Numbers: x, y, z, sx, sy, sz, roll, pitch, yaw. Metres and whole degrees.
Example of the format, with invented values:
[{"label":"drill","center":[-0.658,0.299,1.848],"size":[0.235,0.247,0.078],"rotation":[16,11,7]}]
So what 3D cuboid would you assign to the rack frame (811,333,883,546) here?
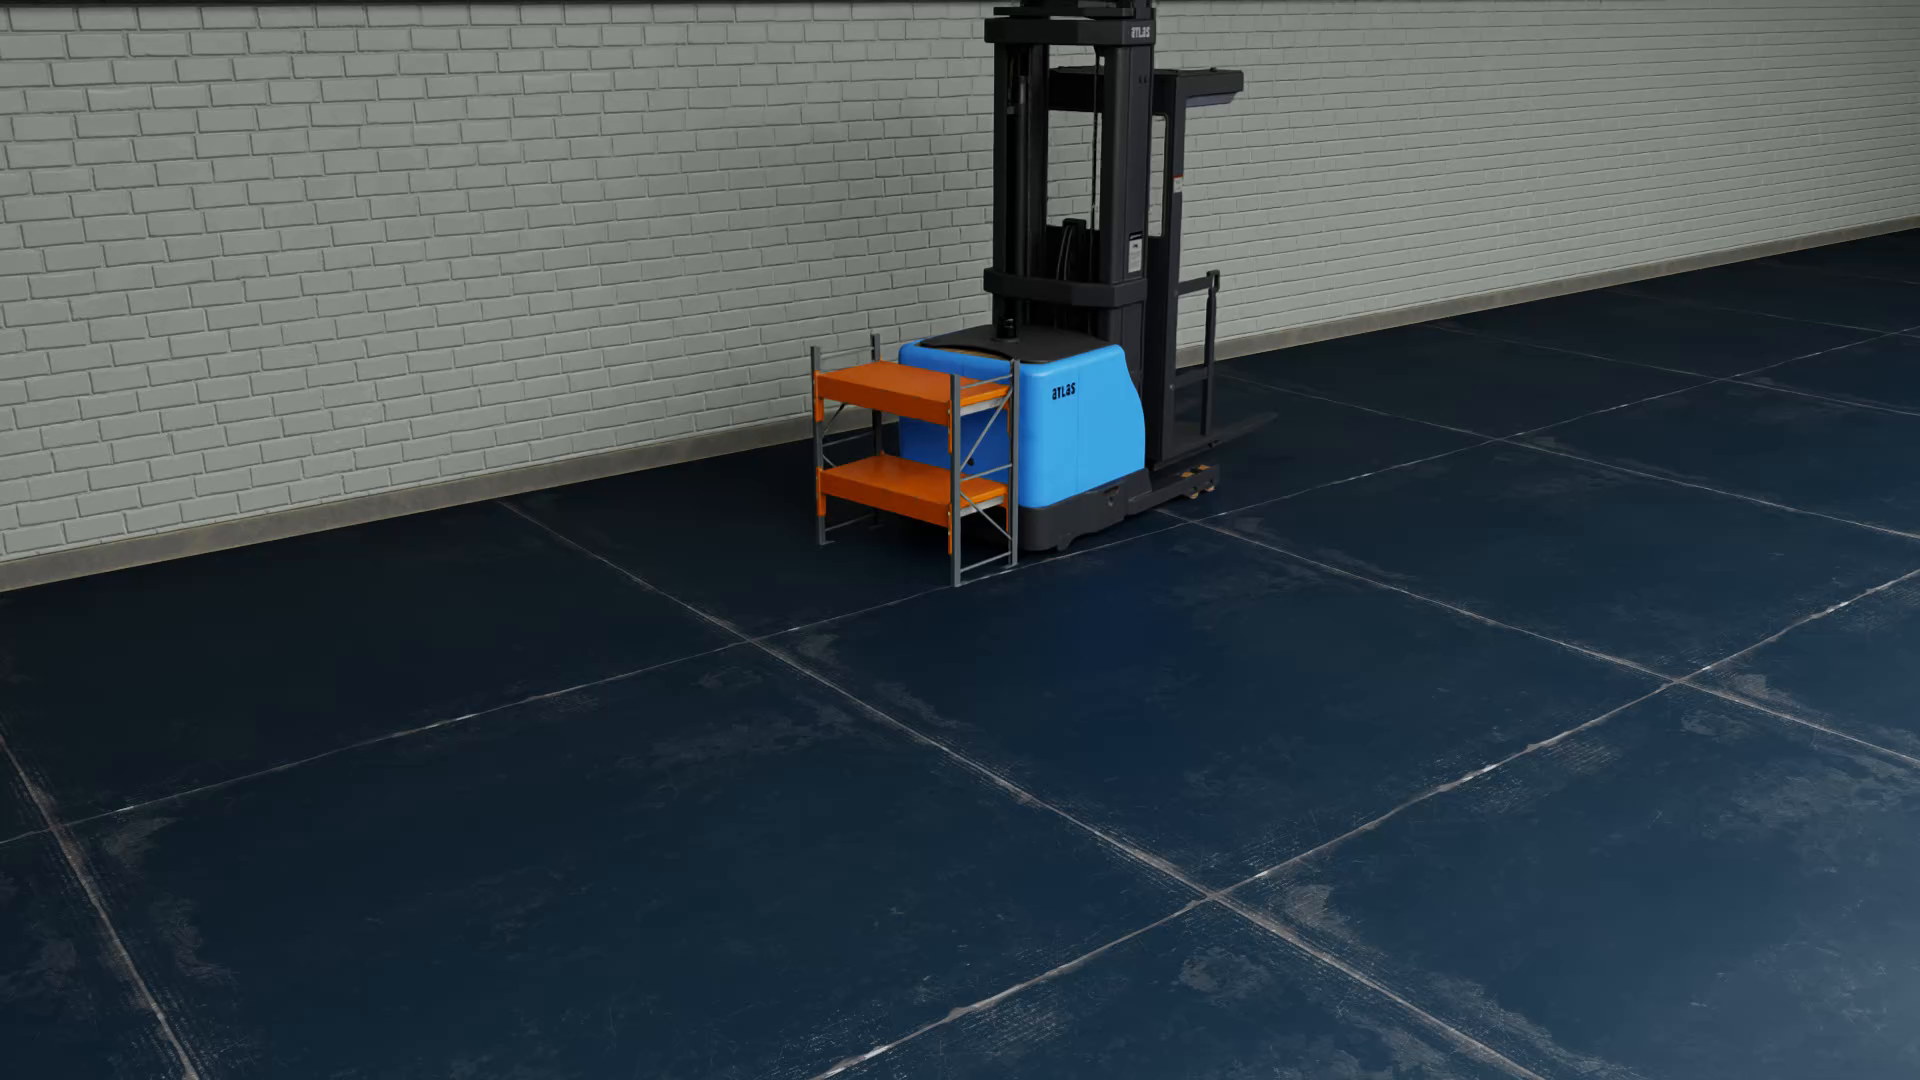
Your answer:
[{"label":"rack frame","center":[-0.623,-0.559,9.262],"size":[0.032,1.125,0.500],"rotation":[16,24,40]}]

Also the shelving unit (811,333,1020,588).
[{"label":"shelving unit","center":[-0.246,-0.452,8.939],"size":[1.048,1.125,0.538],"rotation":[16,24,40]}]

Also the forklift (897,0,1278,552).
[{"label":"forklift","center":[0.949,-1.725,9.909],"size":[1.130,2.935,3.031],"rotation":[14,23,36]}]

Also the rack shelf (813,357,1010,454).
[{"label":"rack shelf","center":[-0.246,-0.730,8.847],"size":[1.000,0.278,0.538],"rotation":[16,24,40]}]

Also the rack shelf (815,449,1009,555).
[{"label":"rack shelf","center":[-0.246,-0.220,9.016],"size":[1.000,0.278,0.538],"rotation":[16,24,40]}]

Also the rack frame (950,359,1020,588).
[{"label":"rack frame","center":[0.131,-0.345,8.615],"size":[0.032,1.125,0.500],"rotation":[16,24,40]}]
